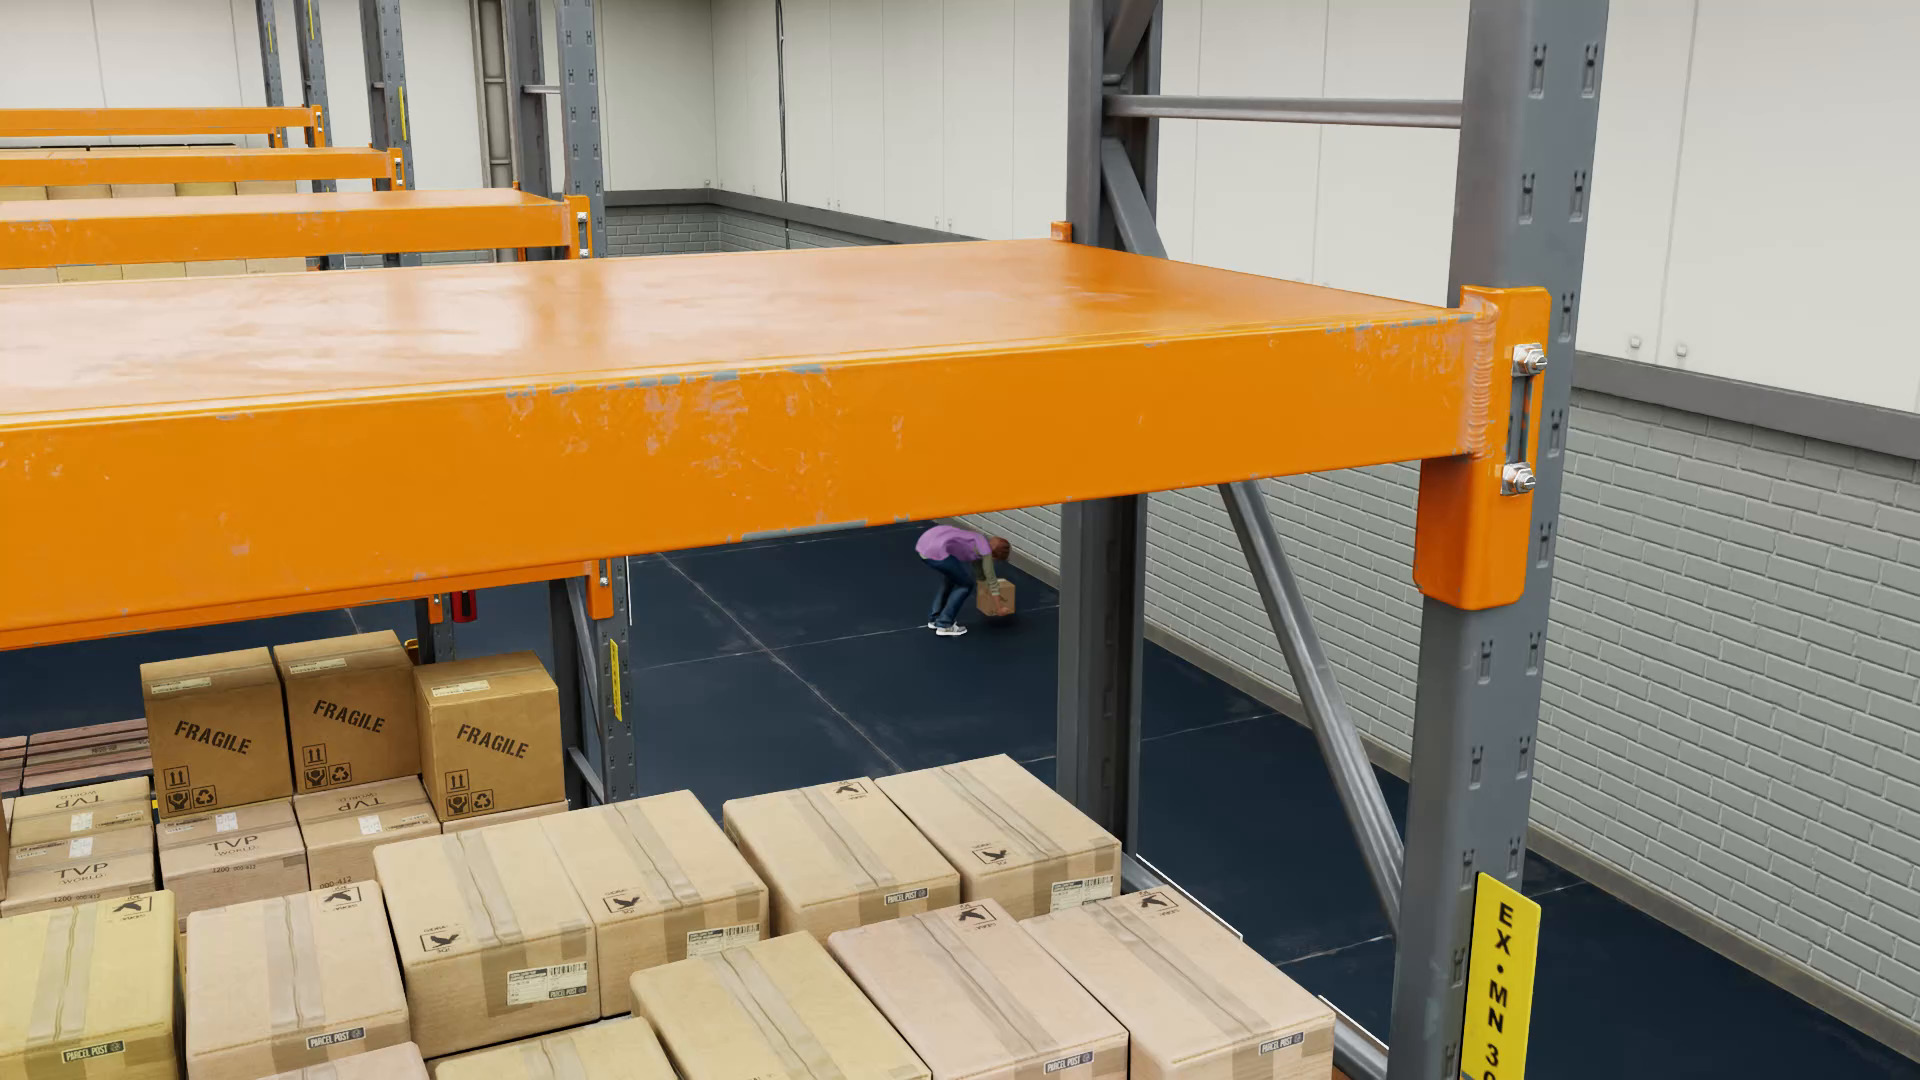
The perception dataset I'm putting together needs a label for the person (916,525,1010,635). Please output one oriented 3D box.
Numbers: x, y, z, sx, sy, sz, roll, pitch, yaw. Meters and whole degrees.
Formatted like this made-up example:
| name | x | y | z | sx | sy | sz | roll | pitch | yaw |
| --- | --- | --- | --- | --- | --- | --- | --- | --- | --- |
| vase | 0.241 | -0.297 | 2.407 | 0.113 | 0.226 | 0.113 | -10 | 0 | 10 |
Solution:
| name | x | y | z | sx | sy | sz | roll | pitch | yaw |
| --- | --- | --- | --- | --- | --- | --- | --- | --- | --- |
| person | 0.039 | 0.317 | 14.169 | 0.860 | 0.919 | 0.416 | -7 | 17 | -24 |
